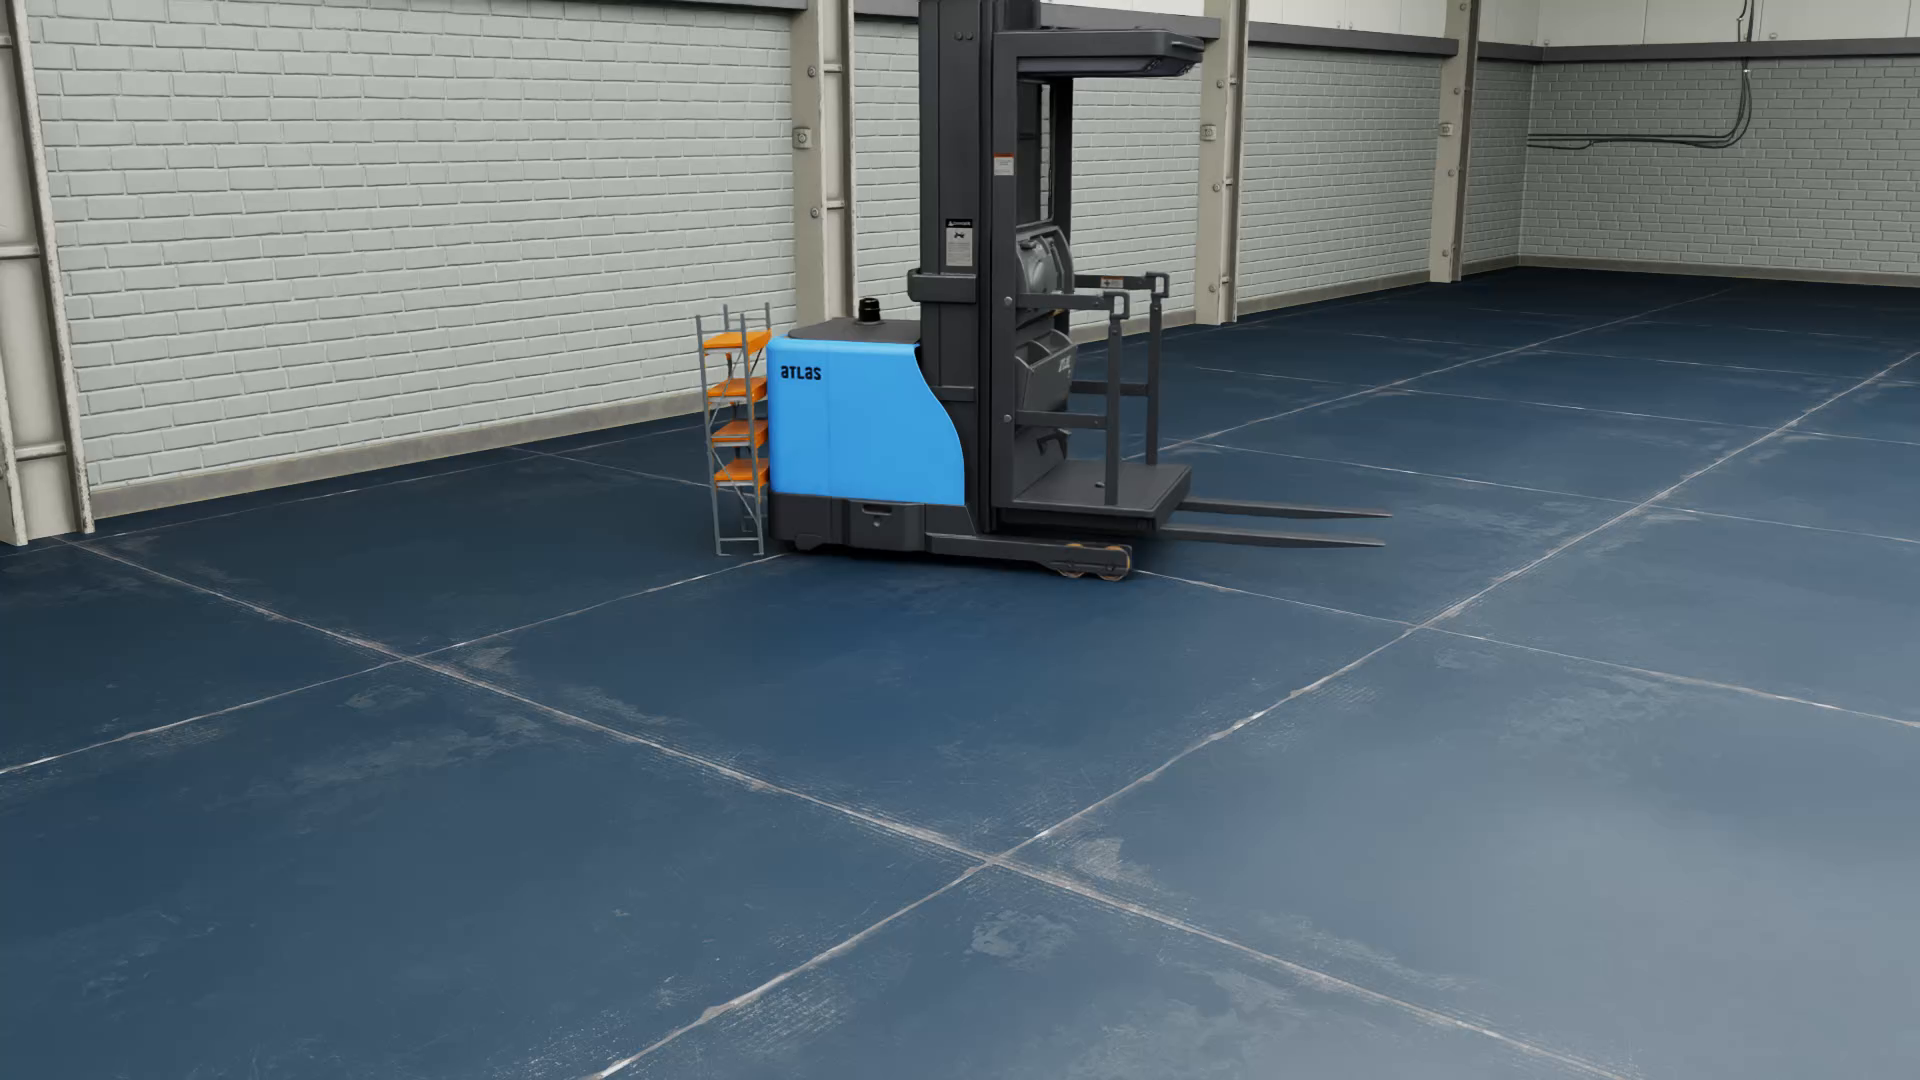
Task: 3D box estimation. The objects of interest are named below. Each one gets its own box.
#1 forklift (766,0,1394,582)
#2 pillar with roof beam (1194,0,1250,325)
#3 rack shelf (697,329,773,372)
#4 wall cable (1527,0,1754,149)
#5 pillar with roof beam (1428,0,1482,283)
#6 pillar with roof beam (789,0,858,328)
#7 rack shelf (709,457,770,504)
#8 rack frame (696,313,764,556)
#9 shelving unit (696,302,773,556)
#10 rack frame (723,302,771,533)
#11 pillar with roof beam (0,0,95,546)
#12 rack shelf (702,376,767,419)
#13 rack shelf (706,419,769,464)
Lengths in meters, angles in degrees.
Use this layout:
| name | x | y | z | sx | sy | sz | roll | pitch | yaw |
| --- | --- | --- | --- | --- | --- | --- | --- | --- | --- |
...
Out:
| name | x | y | z | sx | sy | sz | roll | pitch | yaw |
| --- | --- | --- | --- | --- | --- | --- | --- | --- | --- |
| forklift | 0.604 | -1.371 | 8.065 | 3.031 | 2.935 | 1.130 | 4 | 15 | 17 |
| pillar with roof beam | 6.074 | -6.024 | 14.058 | 9.100 | 9.000 | 0.400 | 11 | 18 | 38 |
| rack shelf | -1.113 | -0.946 | 8.290 | 0.258 | 0.148 | 0.480 | -1 | 14 | 8 |
| wall cable | 9.377 | -6.694 | 23.001 | 3.097 | 2.526 | 0.112 | 11 | 18 | 38 |
| pillar with roof beam | 9.845 | -7.173 | 18.581 | 9.100 | 9.000 | 0.400 | 11 | 18 | 38 |
| pillar with roof beam | 2.303 | -4.875 | 9.535 | 9.100 | 9.000 | 0.400 | 11 | 18 | 38 |
| rack shelf | -1.080 | -0.307 | 8.448 | 0.258 | 0.148 | 0.480 | -1 | 14 | 8 |
| rack frame | -1.125 | -0.506 | 8.150 | 0.240 | 1.200 | 0.015 | -1 | 14 | 8 |
| shelving unit | -1.093 | -0.565 | 8.384 | 0.258 | 1.200 | 0.503 | -1 | 14 | 8 |
| rack frame | -1.061 | -0.625 | 8.619 | 0.240 | 1.200 | 0.015 | -1 | 14 | 8 |
| pillar with roof beam | -1.468 | -3.726 | 5.012 | 9.100 | 9.000 | 0.400 | 11 | 18 | 38 |
| rack shelf | -1.101 | -0.717 | 8.347 | 0.258 | 0.148 | 0.480 | -1 | 14 | 8 |
| rack shelf | -1.090 | -0.500 | 8.400 | 0.258 | 0.148 | 0.480 | -1 | 14 | 8 |
